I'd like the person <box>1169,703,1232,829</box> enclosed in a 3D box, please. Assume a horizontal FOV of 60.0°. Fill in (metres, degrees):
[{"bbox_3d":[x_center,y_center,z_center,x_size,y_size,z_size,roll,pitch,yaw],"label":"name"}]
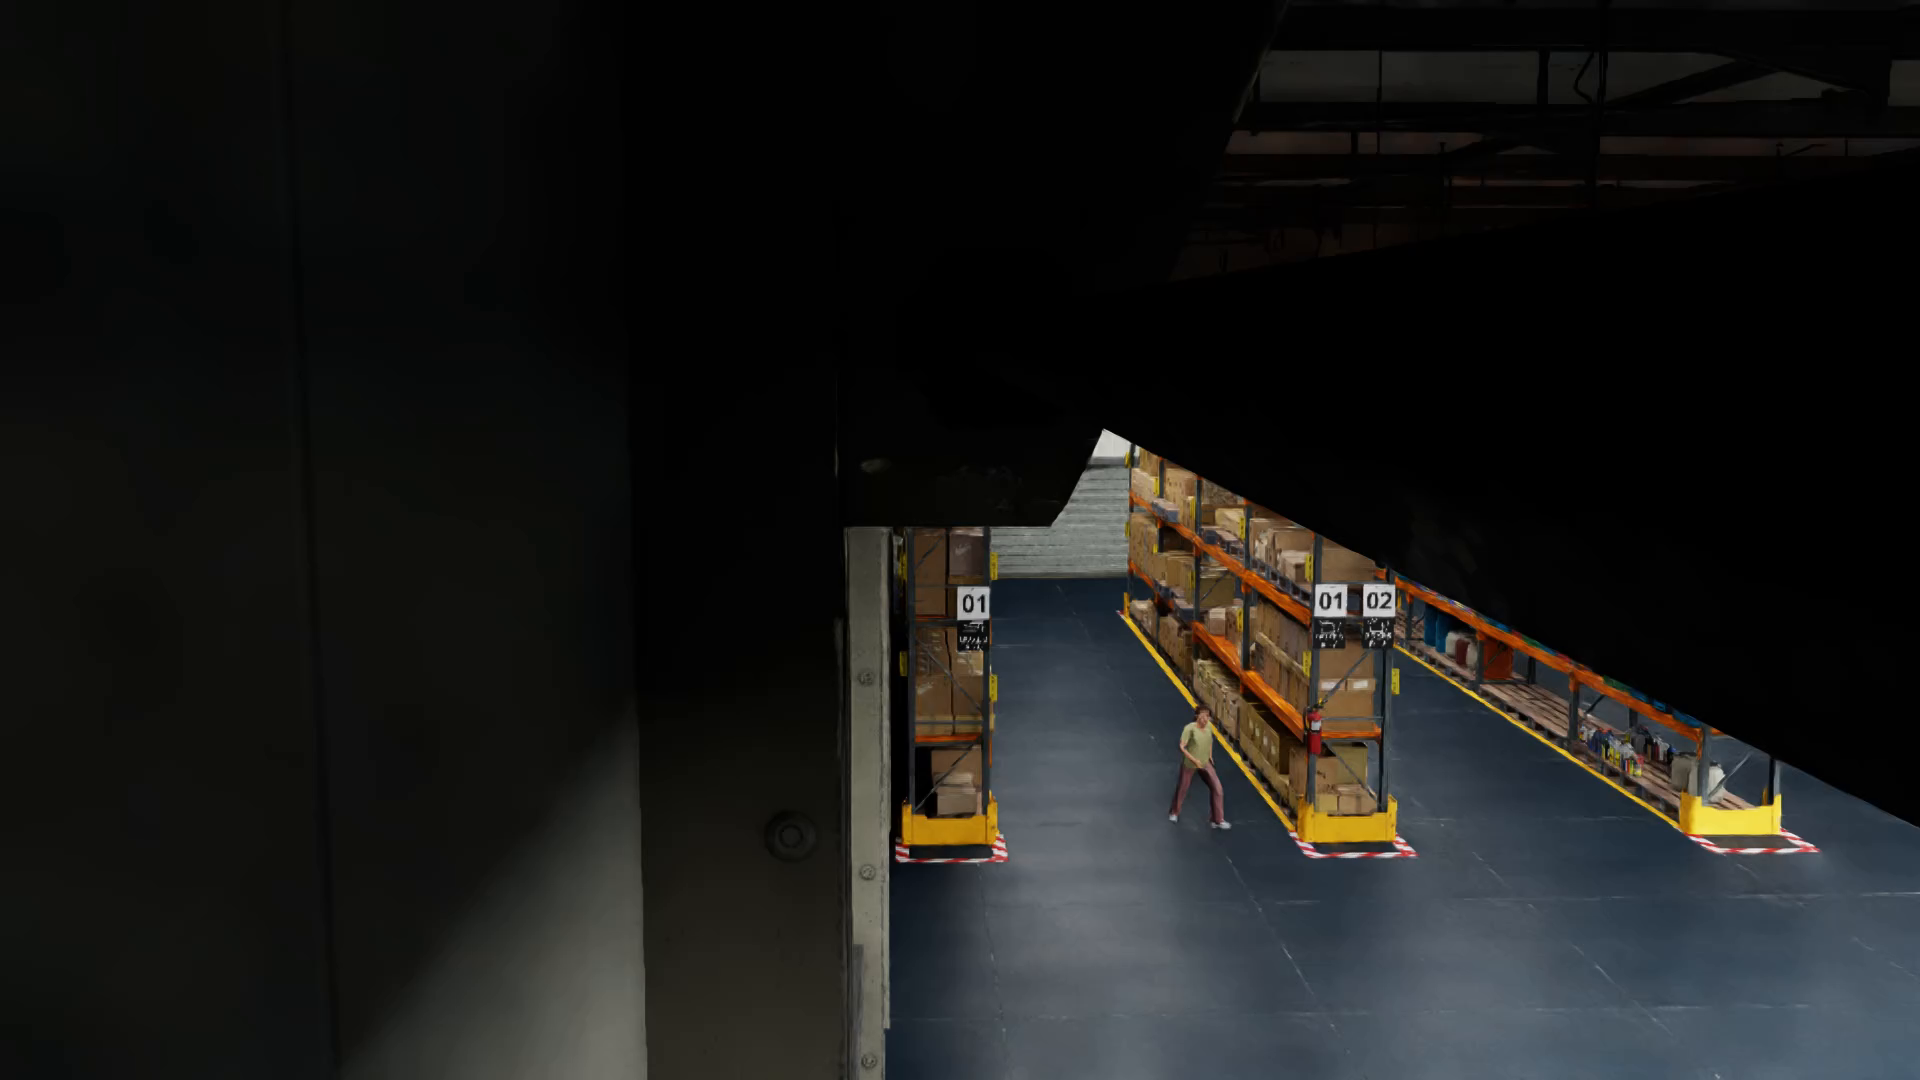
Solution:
[{"bbox_3d":[3.012,2.842,21.102,0.620,1.586,0.814,-2,8,-19],"label":"person"}]
